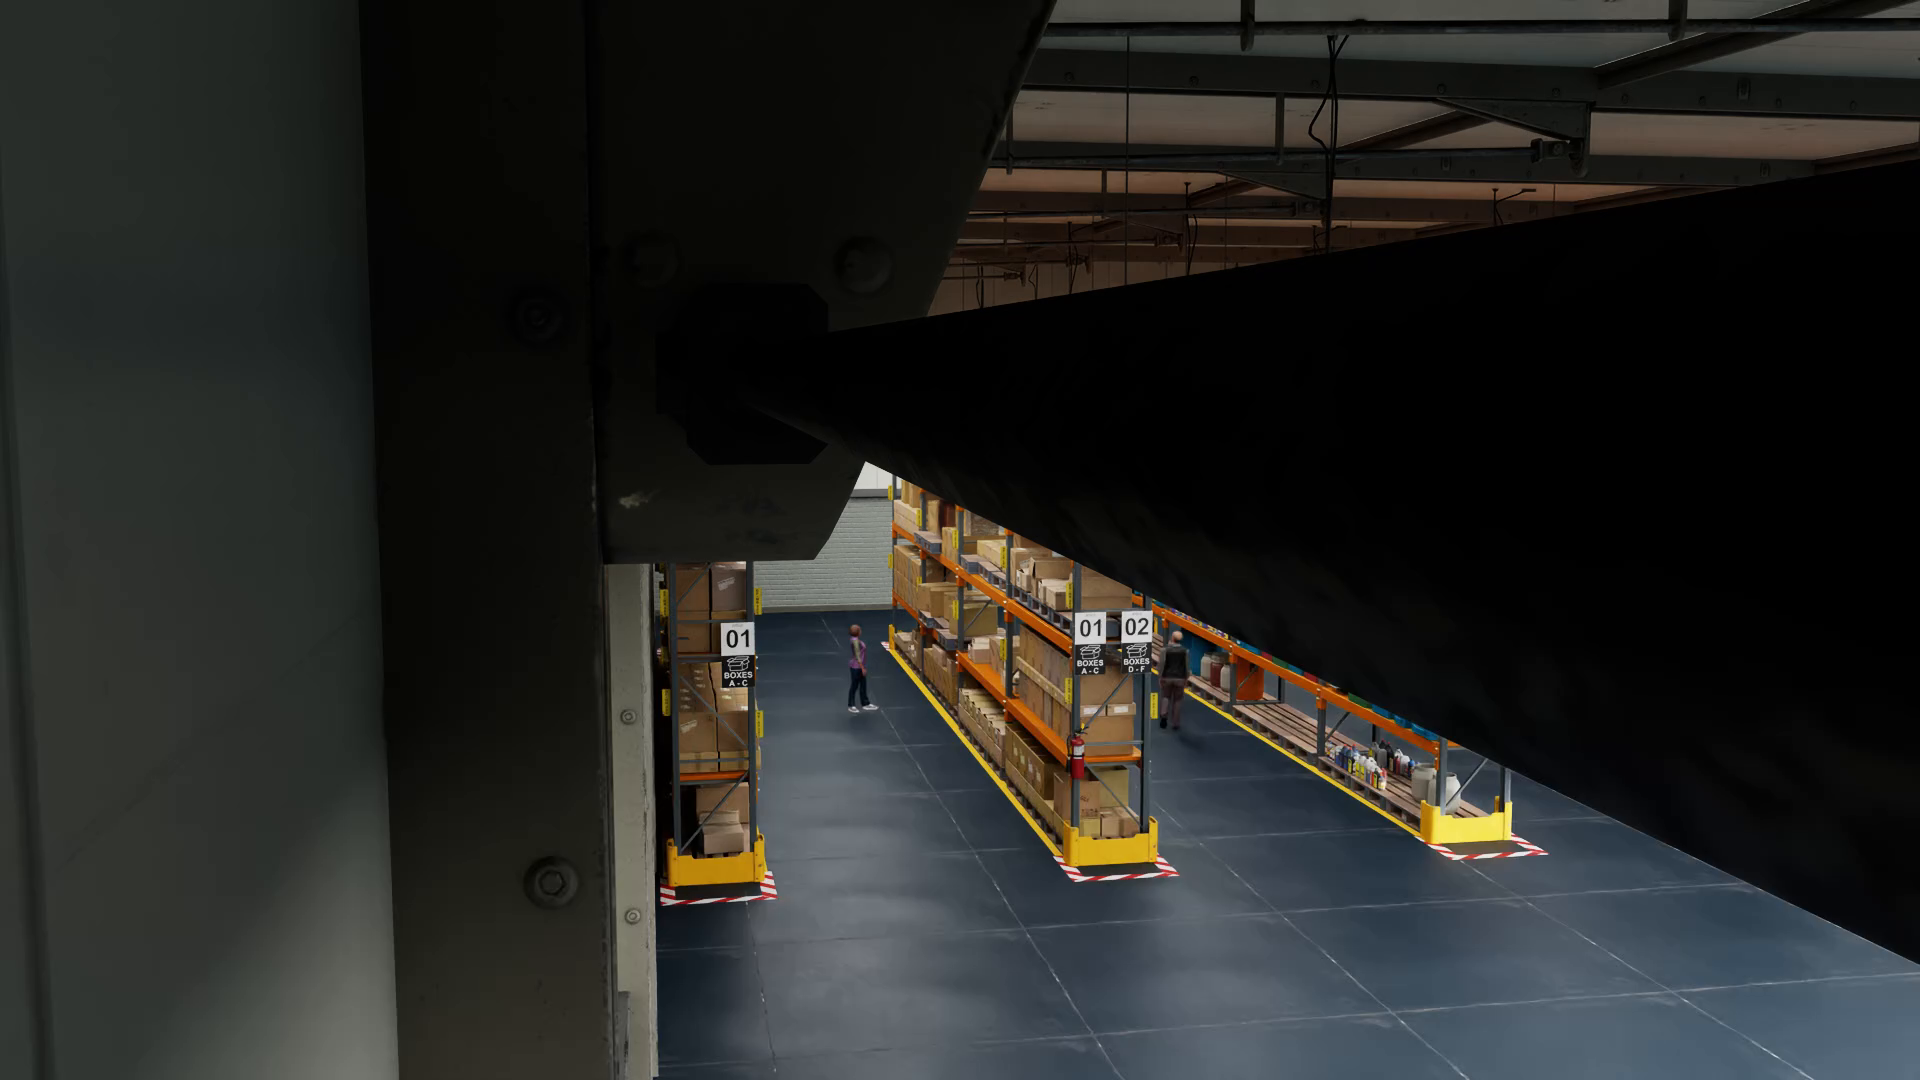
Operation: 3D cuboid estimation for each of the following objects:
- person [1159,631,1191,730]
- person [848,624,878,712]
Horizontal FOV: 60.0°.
[{"bbox_3d":[3.660,2.399,28.391,0.520,1.708,0.524,3,7,25],"label":"person"},{"bbox_3d":[-1.763,2.288,29.786,0.511,1.583,0.481,1,6,10],"label":"person"}]
